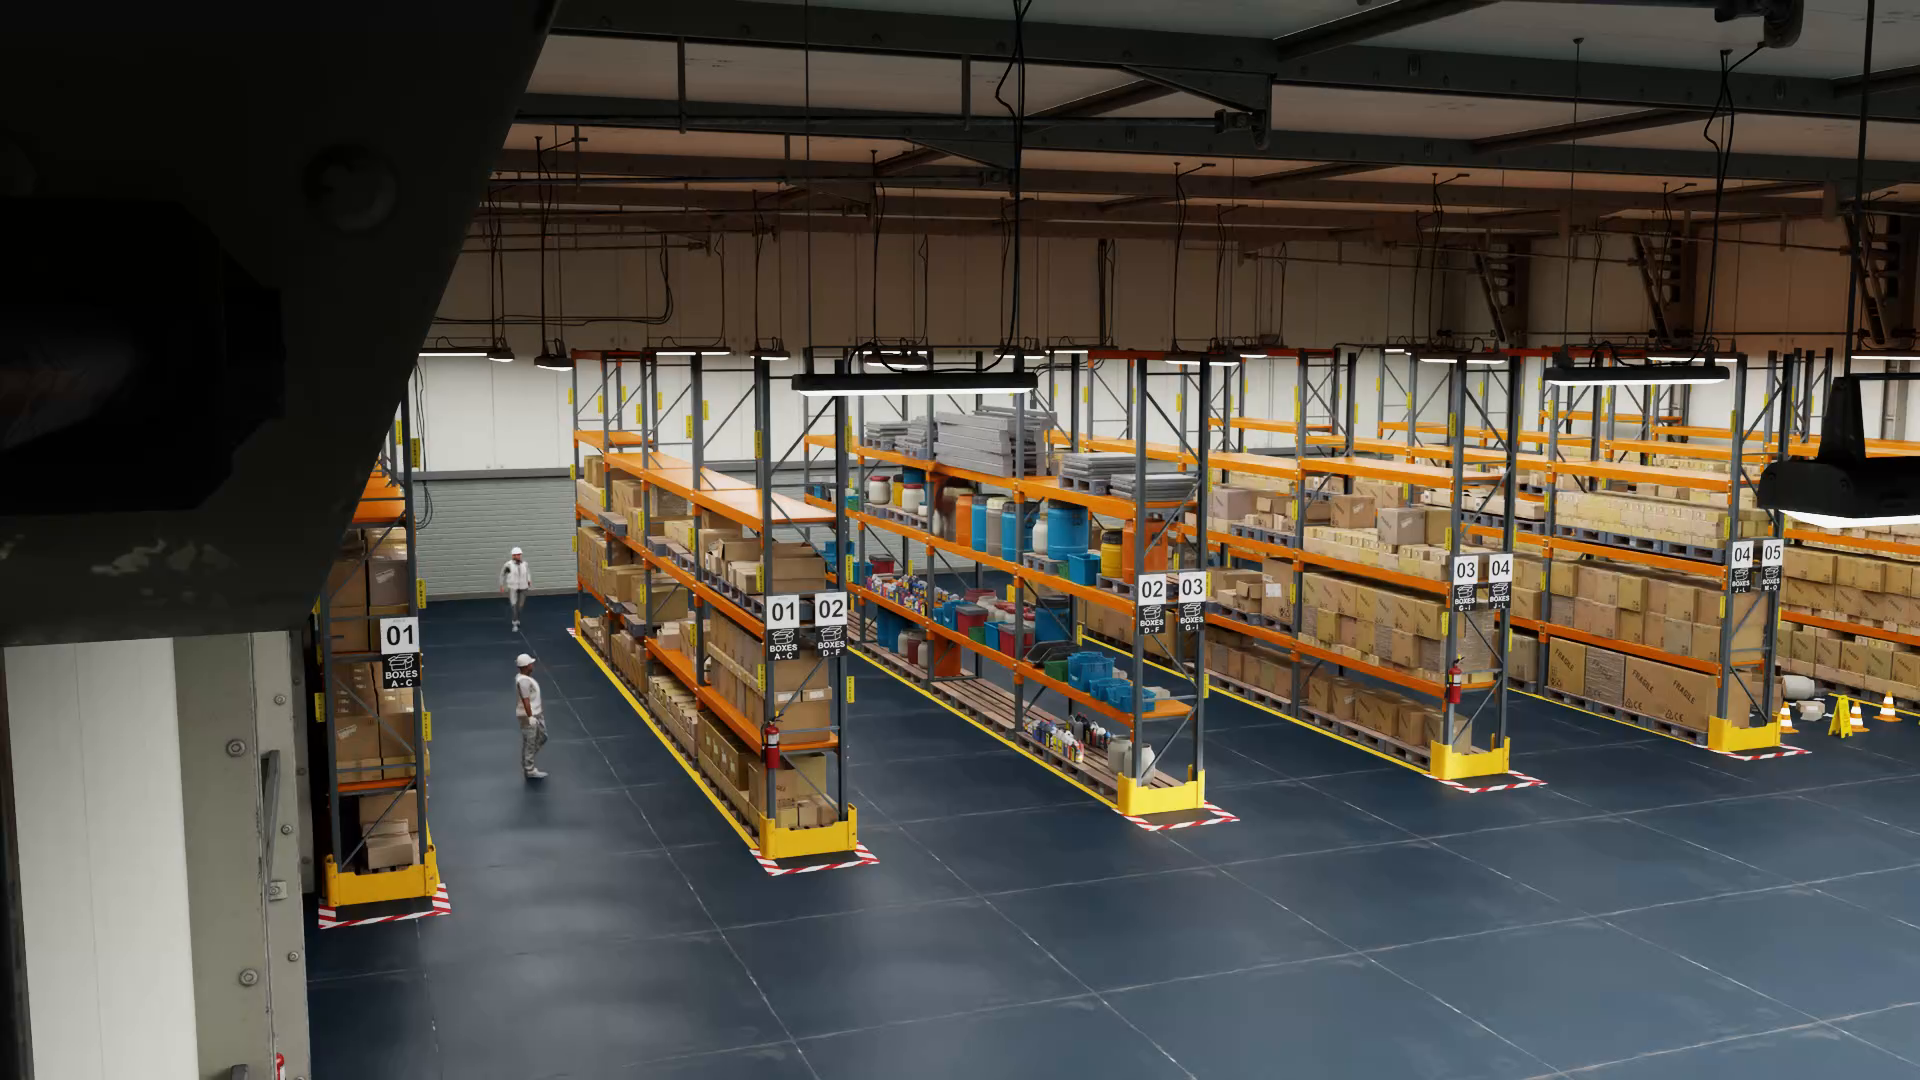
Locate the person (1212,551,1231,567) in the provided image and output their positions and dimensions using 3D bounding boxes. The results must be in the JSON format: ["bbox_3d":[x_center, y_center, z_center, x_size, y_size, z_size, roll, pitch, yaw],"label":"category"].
[{"bbox_3d":[6.846,0.018,43.704,0.593,1.742,0.690,4,8,30],"label":"person"}]

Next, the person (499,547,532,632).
[{"bbox_3d":[-9.551,1.053,35.754,0.649,1.798,0.882,-3,8,-23],"label":"person"}]

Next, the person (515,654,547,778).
[{"bbox_3d":[-6.147,2.504,23.797,0.488,1.787,0.617,0,7,2],"label":"person"}]
